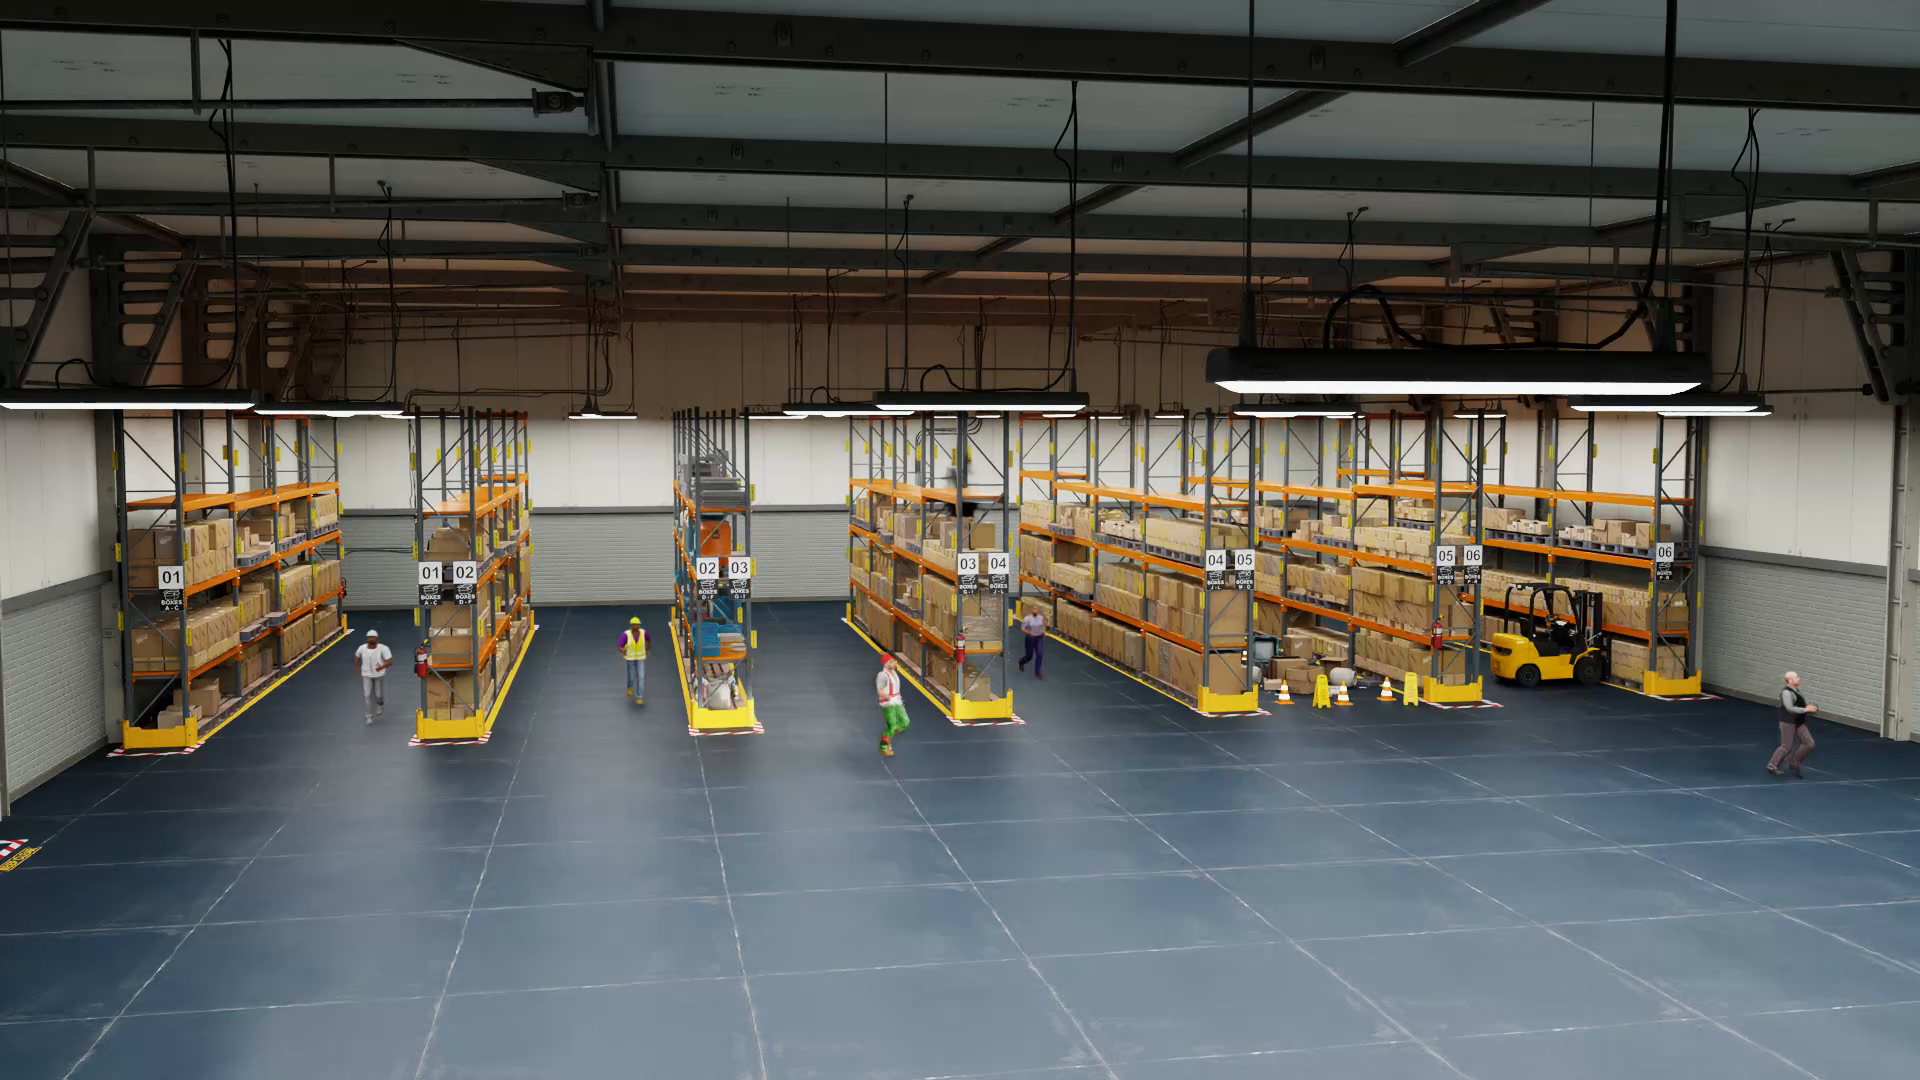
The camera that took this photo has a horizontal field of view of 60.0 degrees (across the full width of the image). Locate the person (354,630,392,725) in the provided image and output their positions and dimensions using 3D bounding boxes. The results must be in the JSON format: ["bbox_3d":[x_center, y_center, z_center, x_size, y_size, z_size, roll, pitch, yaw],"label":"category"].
[{"bbox_3d":[-11.168,2.578,31.640,0.723,1.751,0.959,-1,4,-10],"label":"person"}]

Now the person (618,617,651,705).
[{"bbox_3d":[-6.619,2.433,33.866,0.681,1.753,0.955,-1,4,-18],"label":"person"}]

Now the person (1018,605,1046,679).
[{"bbox_3d":[1.653,2.267,37.361,0.615,1.651,0.858,-1,4,-20],"label":"person"}]

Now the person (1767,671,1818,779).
[{"bbox_3d":[13.345,2.976,26.635,0.714,1.744,0.626,4,6,44],"label":"person"}]

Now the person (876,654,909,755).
[{"bbox_3d":[-1.155,2.819,28.547,0.530,1.742,0.670,2,5,26],"label":"person"}]
